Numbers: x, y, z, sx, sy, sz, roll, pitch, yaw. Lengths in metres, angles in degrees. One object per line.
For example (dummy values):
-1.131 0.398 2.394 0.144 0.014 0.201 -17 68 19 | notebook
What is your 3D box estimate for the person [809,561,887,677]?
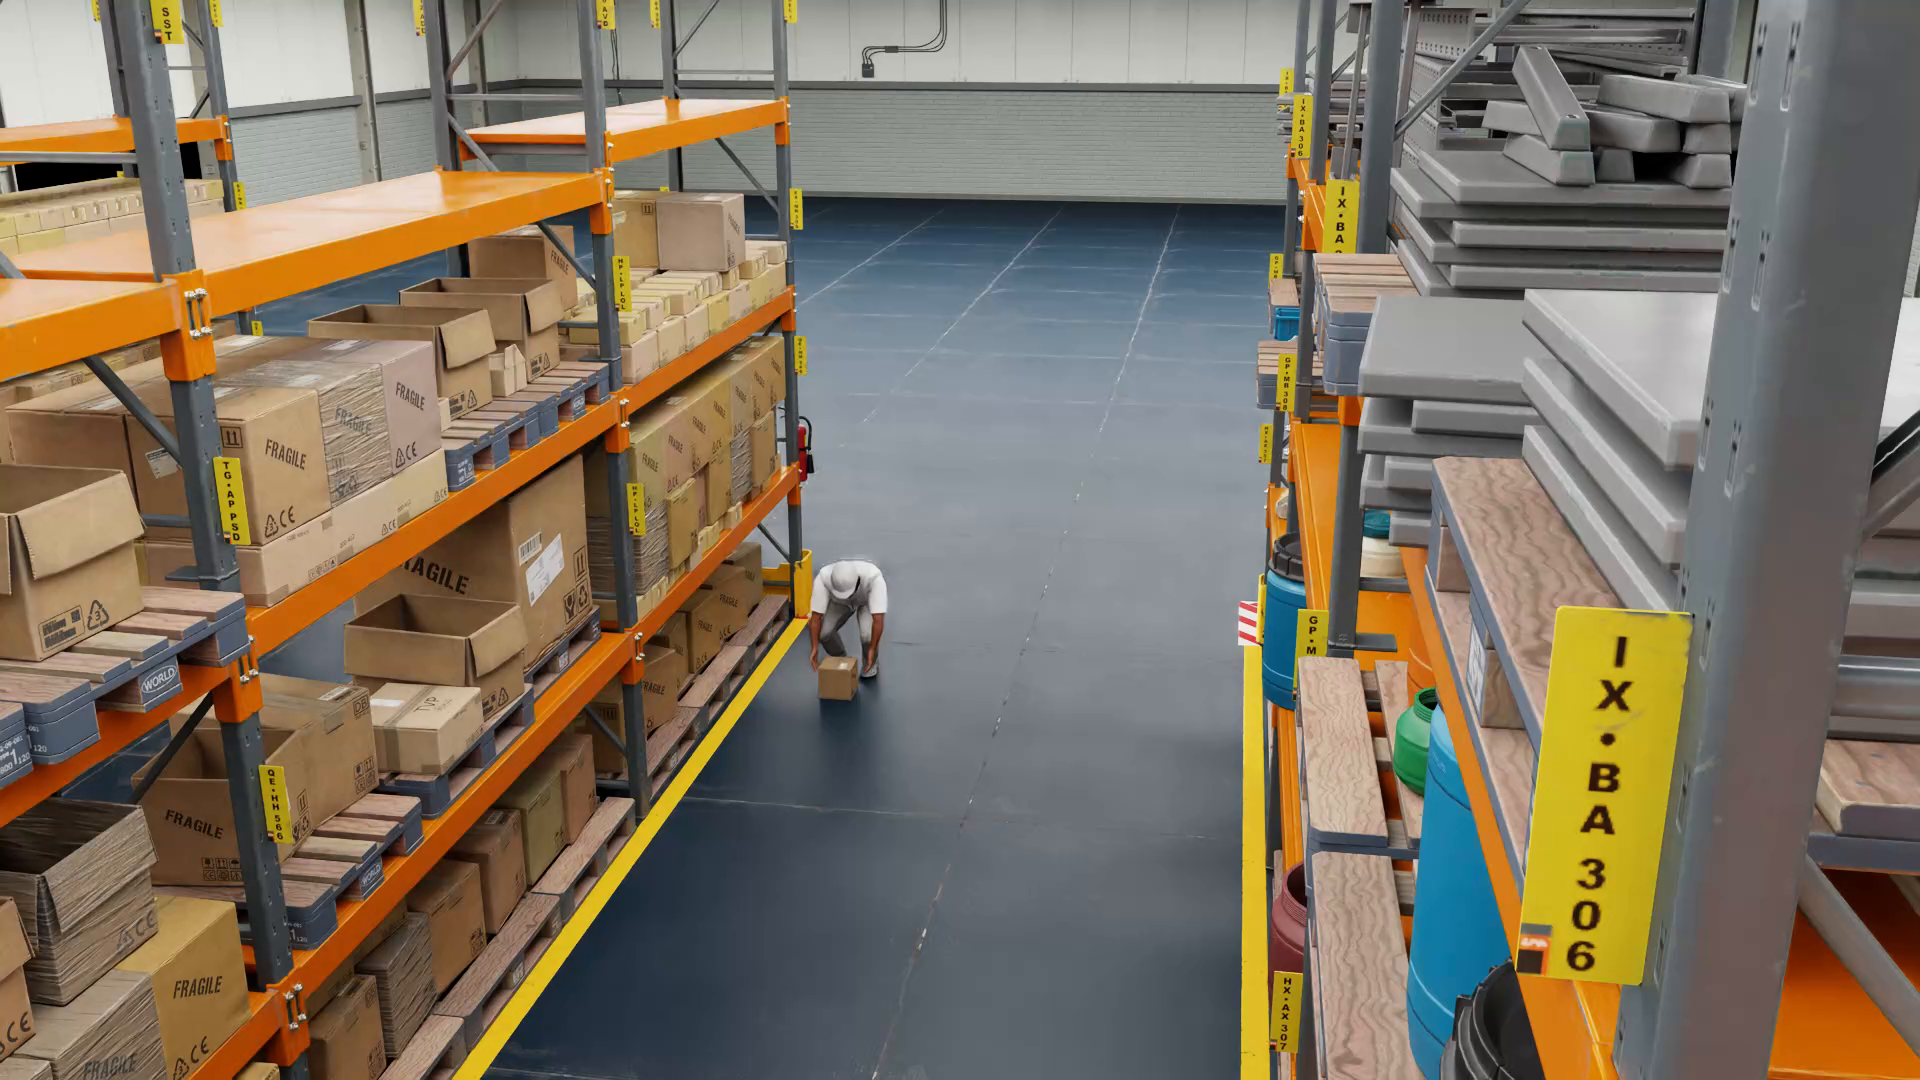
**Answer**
-0.819 0.569 12.881 0.598 1.063 0.879 4 18 12 | person
